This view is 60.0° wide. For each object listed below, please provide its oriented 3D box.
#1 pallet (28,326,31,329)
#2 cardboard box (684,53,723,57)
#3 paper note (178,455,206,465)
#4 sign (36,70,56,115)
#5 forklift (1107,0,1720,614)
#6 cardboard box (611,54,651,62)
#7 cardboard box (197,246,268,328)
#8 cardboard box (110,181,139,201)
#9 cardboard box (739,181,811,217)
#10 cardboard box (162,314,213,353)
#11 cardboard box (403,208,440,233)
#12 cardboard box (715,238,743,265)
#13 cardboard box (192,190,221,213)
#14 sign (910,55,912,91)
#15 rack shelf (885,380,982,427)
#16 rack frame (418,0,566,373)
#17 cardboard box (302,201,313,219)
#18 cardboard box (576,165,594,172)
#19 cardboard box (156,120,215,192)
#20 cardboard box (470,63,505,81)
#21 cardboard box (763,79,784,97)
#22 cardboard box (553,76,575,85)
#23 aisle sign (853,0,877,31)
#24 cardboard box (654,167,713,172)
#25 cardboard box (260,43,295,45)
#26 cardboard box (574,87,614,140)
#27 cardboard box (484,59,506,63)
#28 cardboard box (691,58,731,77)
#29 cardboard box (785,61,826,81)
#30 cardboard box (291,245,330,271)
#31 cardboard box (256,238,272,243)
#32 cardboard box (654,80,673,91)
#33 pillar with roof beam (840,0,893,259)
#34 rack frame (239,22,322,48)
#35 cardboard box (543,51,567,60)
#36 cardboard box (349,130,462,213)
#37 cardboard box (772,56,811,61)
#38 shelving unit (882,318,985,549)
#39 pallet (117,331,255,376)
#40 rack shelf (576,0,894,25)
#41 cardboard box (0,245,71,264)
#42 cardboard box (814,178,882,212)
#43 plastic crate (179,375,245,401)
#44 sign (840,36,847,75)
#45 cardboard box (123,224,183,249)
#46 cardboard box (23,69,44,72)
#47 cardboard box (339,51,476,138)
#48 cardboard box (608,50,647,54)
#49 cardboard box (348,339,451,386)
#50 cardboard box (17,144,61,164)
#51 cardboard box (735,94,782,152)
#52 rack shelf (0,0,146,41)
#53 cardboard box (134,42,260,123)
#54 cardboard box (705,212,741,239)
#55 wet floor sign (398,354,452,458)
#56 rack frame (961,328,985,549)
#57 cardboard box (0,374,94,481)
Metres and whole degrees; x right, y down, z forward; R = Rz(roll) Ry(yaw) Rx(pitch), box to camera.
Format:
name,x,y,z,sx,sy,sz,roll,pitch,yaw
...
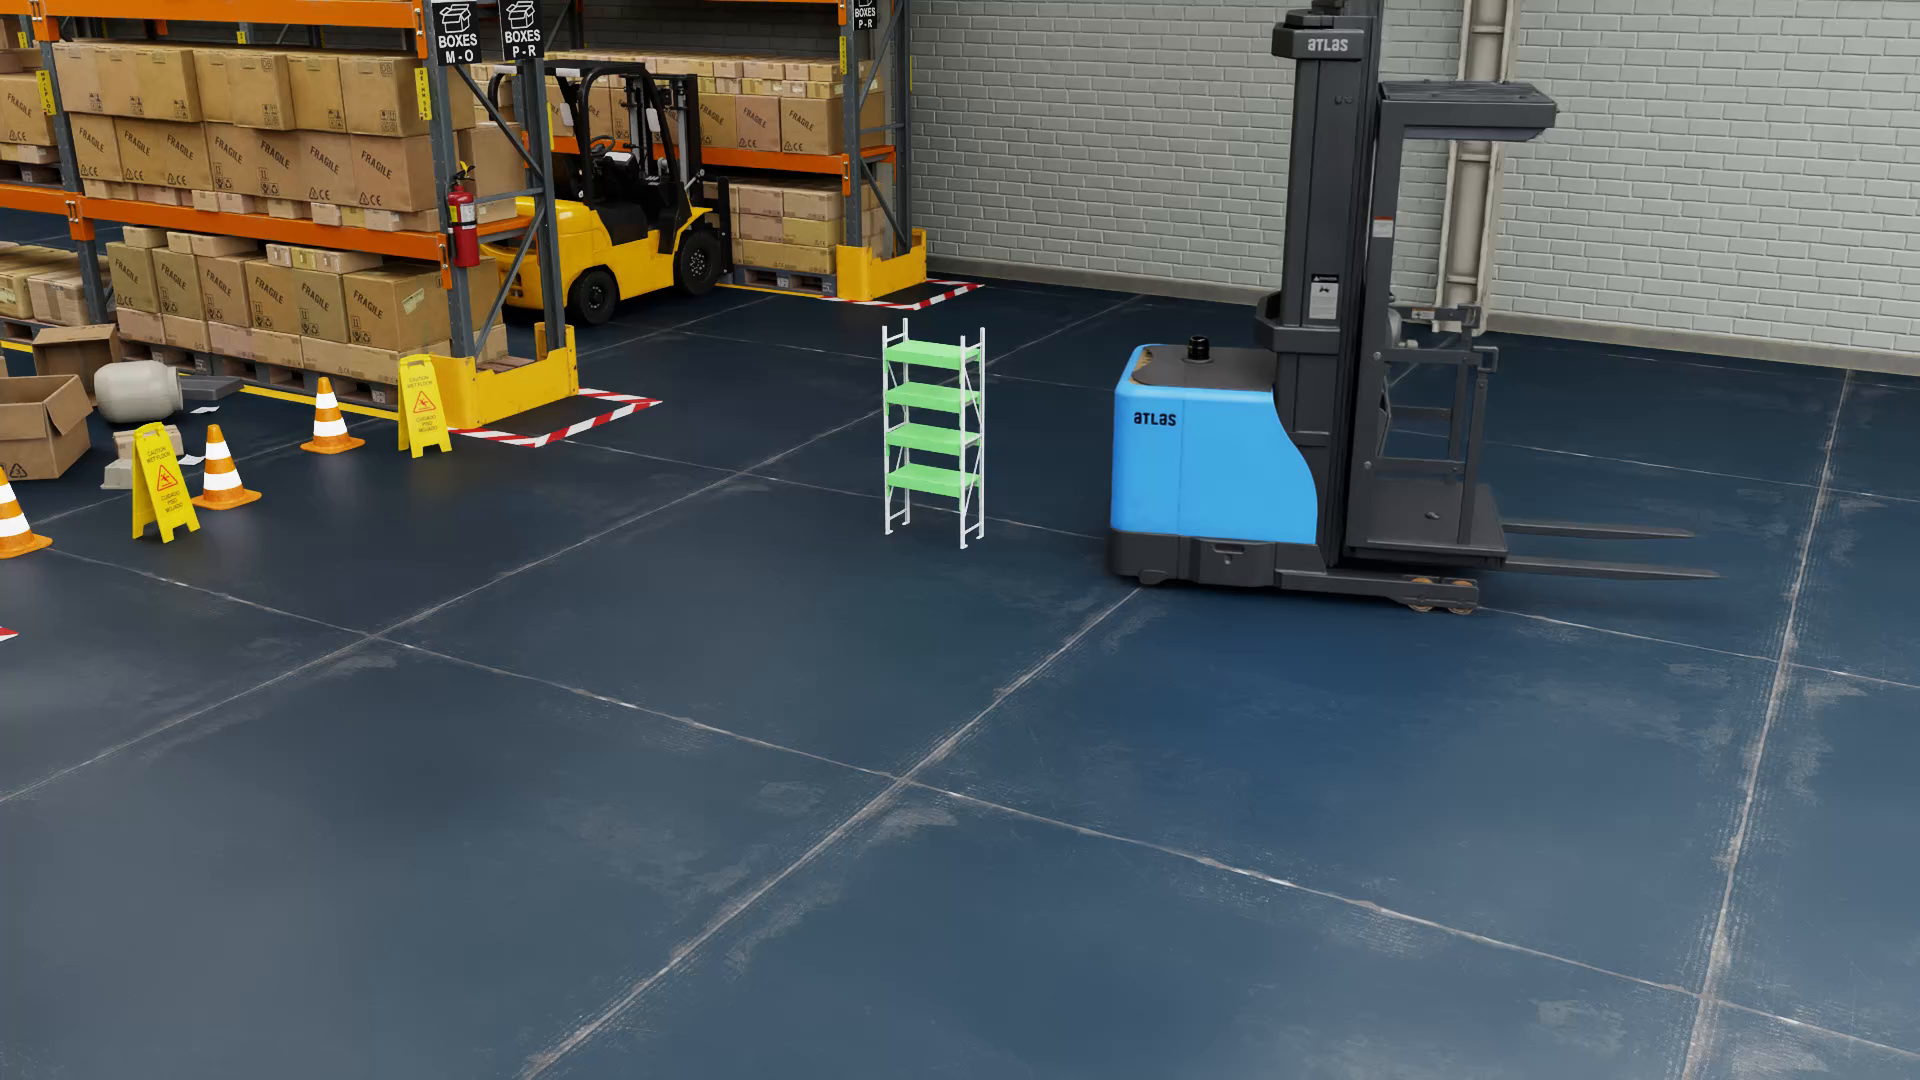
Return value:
name,x,y,z,sx,sy,sz,roll,pitch,yaw
pallet,-8.424,-2.039,14.675,1.213,0.211,1.003,11,23,27
cardboard box,-2.522,-4.751,16.529,0.250,0.149,0.380,12,23,29
paper note,-4.978,-0.521,10.758,0.142,0.019,0.148,3,20,9
sign,-6.942,-3.396,12.631,0.005,0.325,0.100,11,23,27
forklift,2.342,-1.203,8.383,3.031,2.935,1.130,4,20,11
cardboard box,-3.209,-4.682,16.339,0.250,0.149,0.380,10,22,26
cardboard box,-5.366,-1.924,12.588,0.500,0.500,0.500,12,23,30
cardboard box,-6.310,-2.725,12.848,0.250,0.149,0.380,12,23,29
cardboard box,-1.767,-3.273,15.938,0.500,0.250,0.500,11,23,28
cardboard box,-5.819,-1.659,12.955,0.500,0.250,0.500,12,23,30
cardboard box,-3.613,-2.233,11.491,0.250,0.149,0.380,12,23,29
cardboard box,-2.191,-2.891,16.353,0.500,0.250,0.500,11,23,28
cardboard box,-5.443,-2.536,12.327,0.250,0.149,0.380,11,23,28
sign,-0.489,-4.439,15.819,0.005,0.325,0.100,11,23,27
rack shelf,-0.145,-0.757,9.176,0.480,0.148,0.258,11,23,27
rack frame,-3.182,-2.353,11.452,0.127,3.000,1.000,11,23,27
cardboard box,-4.496,-2.409,11.977,0.250,0.149,0.380,11,23,28
cardboard box,-3.987,-3.697,17.109,0.500,0.250,0.500,10,22,26
cardboard box,-5.544,-2.885,12.336,0.500,0.500,0.500,11,22,27
cardboard box,-4.897,-4.876,17.311,0.250,0.149,0.380,10,22,27
cardboard box,-1.638,-4.252,15.591,0.250,0.149,0.380,11,23,28
cardboard box,-3.880,-4.674,16.754,0.250,0.149,0.380,11,23,29
aisle sign,-0.850,-4.955,14.813,0.004,0.787,0.394,11,23,27
cardboard box,-2.848,-3.679,17.058,0.500,0.250,0.500,11,23,28
cardboard box,-8.122,-5.538,19.470,0.500,0.500,0.500,12,23,30
cardboard box,-3.534,-4.310,16.701,0.500,0.500,0.500,11,23,28
cardboard box,-4.885,-5.072,17.852,0.250,0.149,0.380,11,23,27
cardboard box,-2.343,-4.502,15.843,0.250,0.149,0.380,11,23,28
cardboard box,-1.410,-4.351,15.428,0.250,0.149,0.380,11,23,27
cardboard box,-4.580,-2.054,11.995,0.250,0.149,0.380,11,23,28
cardboard box,-5.582,-2.173,13.272,0.500,0.500,0.500,11,23,28
cardboard box,-2.766,-4.454,16.146,0.250,0.149,0.380,10,22,26
pillar with roof beam,-3.032,-5.754,12.030,0.400,9.000,9.100,11,23,27
rack frame,-7.749,-5.161,19.195,0.127,3.000,1.000,11,23,27
cardboard box,-4.123,-4.847,16.793,0.250,0.149,0.380,11,23,28
cardboard box,-3.790,-2.548,11.407,0.500,0.500,0.500,10,22,26
cardboard box,-1.612,-4.581,16.061,0.250,0.149,0.380,11,23,28
shelving unit,-0.145,-0.592,9.236,0.503,1.200,0.258,11,23,27
pallet,-6.070,-1.606,13.482,1.213,0.211,1.003,11,23,27
rack shelf,-2.510,-5.235,16.055,4.000,0.370,1.077,11,23,27
cardboard box,-8.370,-2.300,14.545,0.625,0.372,0.950,12,23,29
cardboard box,-1.092,-3.342,16.130,0.500,0.250,0.500,10,22,26
plastic crate,-5.703,-1.140,12.391,0.583,0.080,0.402,3,20,9
sign,-1.041,-4.327,14.850,0.005,0.325,0.100,11,23,27
cardboard box,-6.211,-2.363,12.846,0.250,0.149,0.380,11,23,28
cardboard box,-7.381,-3.649,13.826,0.500,0.500,0.500,11,23,27
cardboard box,-3.734,-3.029,11.269,0.500,0.500,0.700,10,22,26
cardboard box,-3.394,-4.931,17.025,0.250,0.149,0.380,11,22,27
cardboard box,-4.040,-1.316,12.010,0.500,0.250,0.500,11,23,27
cardboard box,-7.258,-3.100,13.266,0.250,0.149,0.380,11,23,28
cardboard box,-1.771,-3.971,15.766,0.500,0.500,0.500,12,23,29
rack shelf,-8.420,-4.422,13.814,4.000,0.370,1.077,11,23,27
cardboard box,-5.535,-3.354,12.163,0.500,0.500,0.700,10,22,26
cardboard box,-2.235,-3.125,16.264,0.500,0.250,0.500,10,22,26
wet floor sign,-3.538,-0.896,10.888,0.267,0.644,0.232,-16,26,-38
rack frame,0.069,-0.551,9.125,0.015,1.200,0.240,11,23,27
cardboard box,-5.950,-0.717,10.605,0.637,0.503,0.797,-4,20,-10
